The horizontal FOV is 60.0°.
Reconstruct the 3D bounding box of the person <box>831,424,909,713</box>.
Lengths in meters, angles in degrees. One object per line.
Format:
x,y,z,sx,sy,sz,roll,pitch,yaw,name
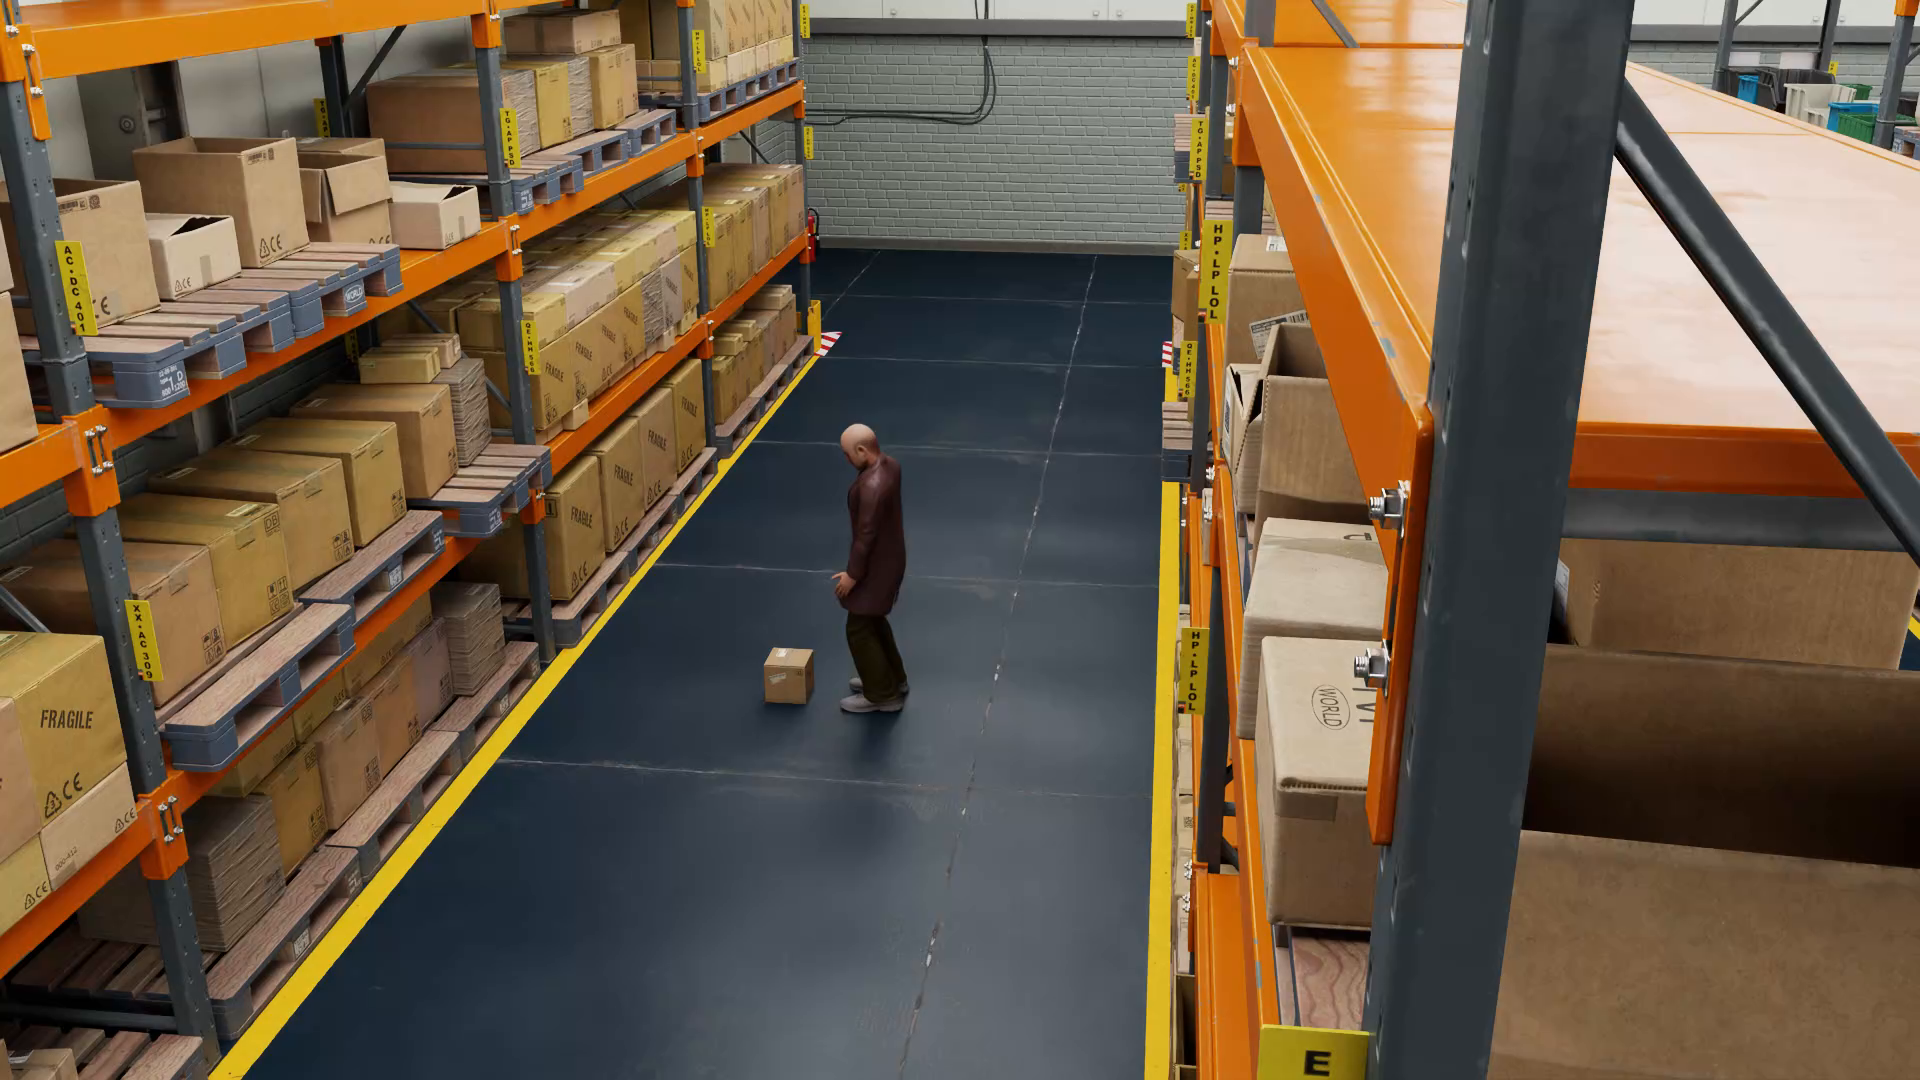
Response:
-0.522,0.163,9.727,0.390,1.752,0.579,3,21,8,person
